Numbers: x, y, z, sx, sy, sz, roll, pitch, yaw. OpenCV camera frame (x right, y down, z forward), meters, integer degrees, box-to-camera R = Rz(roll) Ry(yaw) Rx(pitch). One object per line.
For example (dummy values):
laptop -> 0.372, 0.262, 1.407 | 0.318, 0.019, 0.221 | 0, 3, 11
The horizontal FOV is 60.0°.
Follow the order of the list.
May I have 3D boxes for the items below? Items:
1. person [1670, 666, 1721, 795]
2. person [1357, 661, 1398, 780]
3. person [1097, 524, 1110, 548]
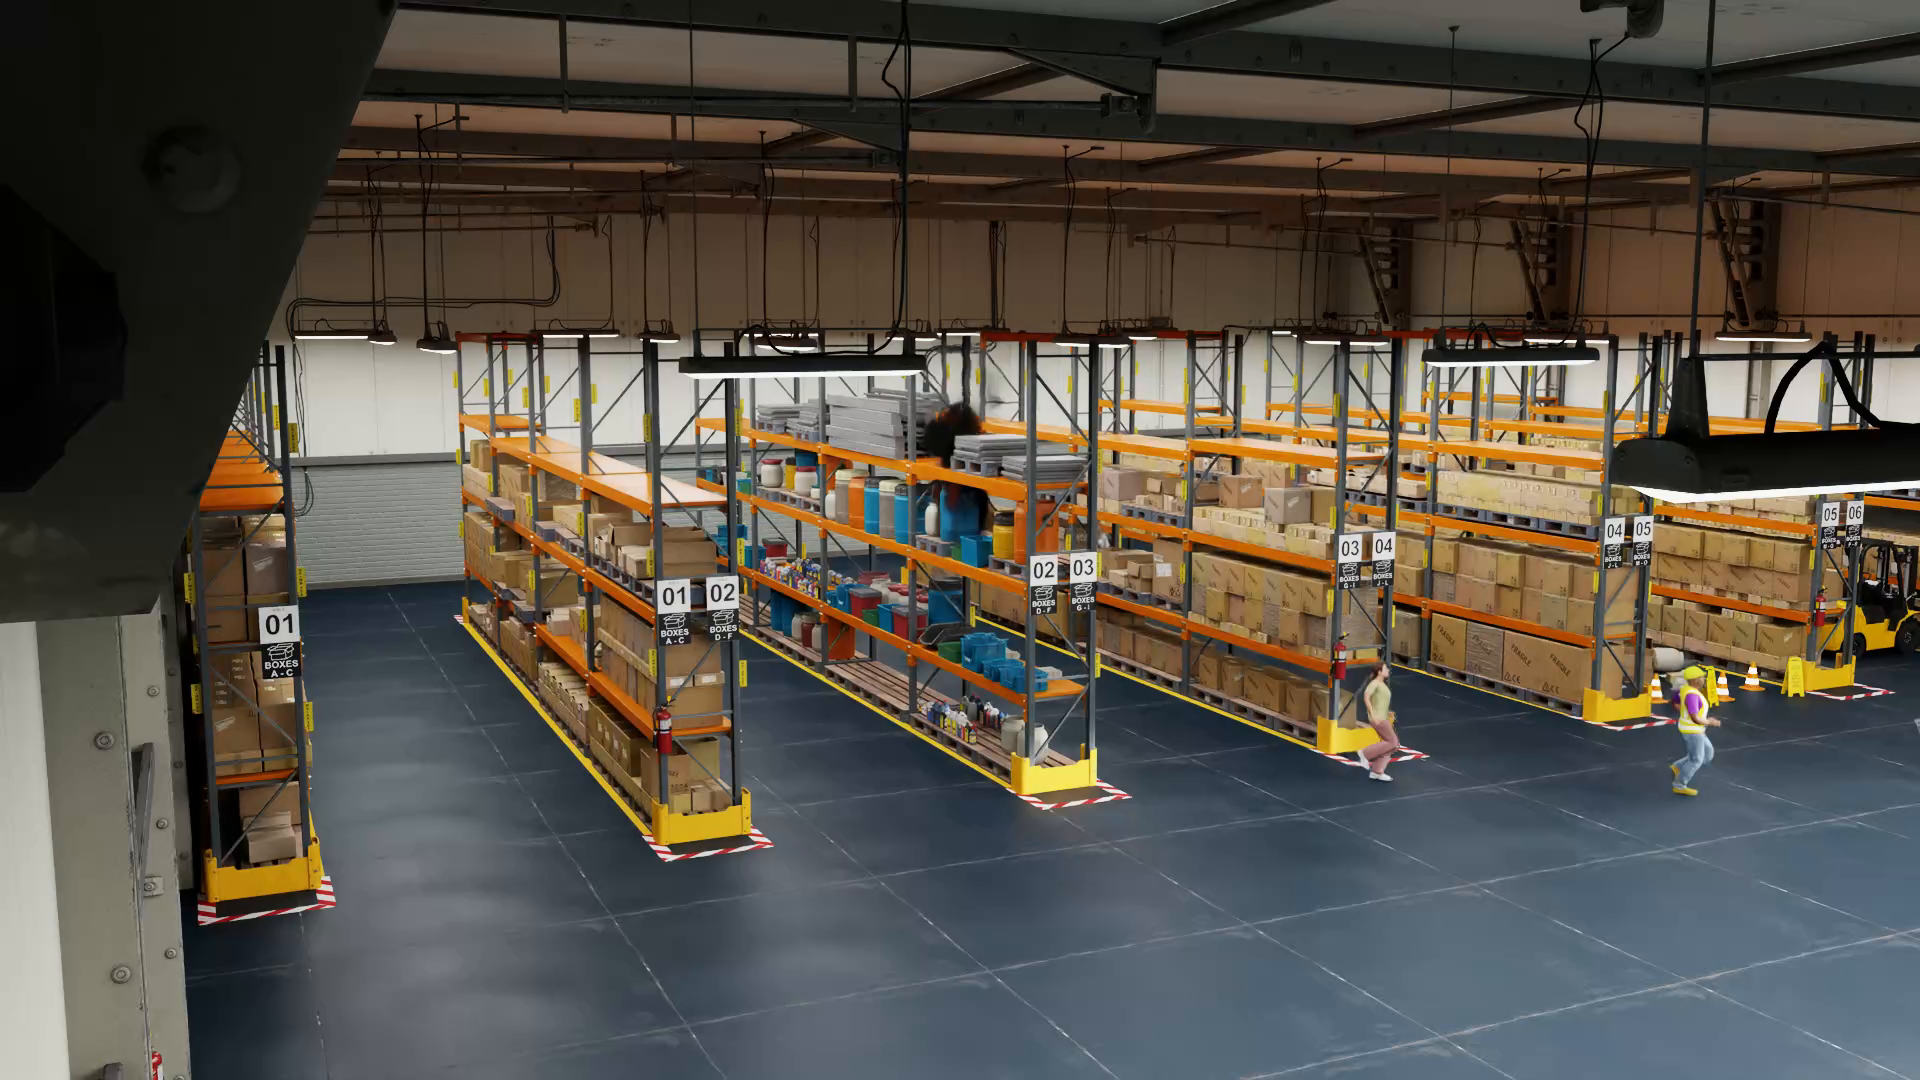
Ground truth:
person -> 9.738, 2.518, 22.003 | 0.577, 1.724, 0.693 | 2, 8, 16
person -> 5.792, 2.461, 22.904 | 0.533, 1.594, 0.613 | 3, 8, 23
person -> 3.145, 0.445, 37.863 | 0.524, 1.643, 0.715 | -3, 8, -22
